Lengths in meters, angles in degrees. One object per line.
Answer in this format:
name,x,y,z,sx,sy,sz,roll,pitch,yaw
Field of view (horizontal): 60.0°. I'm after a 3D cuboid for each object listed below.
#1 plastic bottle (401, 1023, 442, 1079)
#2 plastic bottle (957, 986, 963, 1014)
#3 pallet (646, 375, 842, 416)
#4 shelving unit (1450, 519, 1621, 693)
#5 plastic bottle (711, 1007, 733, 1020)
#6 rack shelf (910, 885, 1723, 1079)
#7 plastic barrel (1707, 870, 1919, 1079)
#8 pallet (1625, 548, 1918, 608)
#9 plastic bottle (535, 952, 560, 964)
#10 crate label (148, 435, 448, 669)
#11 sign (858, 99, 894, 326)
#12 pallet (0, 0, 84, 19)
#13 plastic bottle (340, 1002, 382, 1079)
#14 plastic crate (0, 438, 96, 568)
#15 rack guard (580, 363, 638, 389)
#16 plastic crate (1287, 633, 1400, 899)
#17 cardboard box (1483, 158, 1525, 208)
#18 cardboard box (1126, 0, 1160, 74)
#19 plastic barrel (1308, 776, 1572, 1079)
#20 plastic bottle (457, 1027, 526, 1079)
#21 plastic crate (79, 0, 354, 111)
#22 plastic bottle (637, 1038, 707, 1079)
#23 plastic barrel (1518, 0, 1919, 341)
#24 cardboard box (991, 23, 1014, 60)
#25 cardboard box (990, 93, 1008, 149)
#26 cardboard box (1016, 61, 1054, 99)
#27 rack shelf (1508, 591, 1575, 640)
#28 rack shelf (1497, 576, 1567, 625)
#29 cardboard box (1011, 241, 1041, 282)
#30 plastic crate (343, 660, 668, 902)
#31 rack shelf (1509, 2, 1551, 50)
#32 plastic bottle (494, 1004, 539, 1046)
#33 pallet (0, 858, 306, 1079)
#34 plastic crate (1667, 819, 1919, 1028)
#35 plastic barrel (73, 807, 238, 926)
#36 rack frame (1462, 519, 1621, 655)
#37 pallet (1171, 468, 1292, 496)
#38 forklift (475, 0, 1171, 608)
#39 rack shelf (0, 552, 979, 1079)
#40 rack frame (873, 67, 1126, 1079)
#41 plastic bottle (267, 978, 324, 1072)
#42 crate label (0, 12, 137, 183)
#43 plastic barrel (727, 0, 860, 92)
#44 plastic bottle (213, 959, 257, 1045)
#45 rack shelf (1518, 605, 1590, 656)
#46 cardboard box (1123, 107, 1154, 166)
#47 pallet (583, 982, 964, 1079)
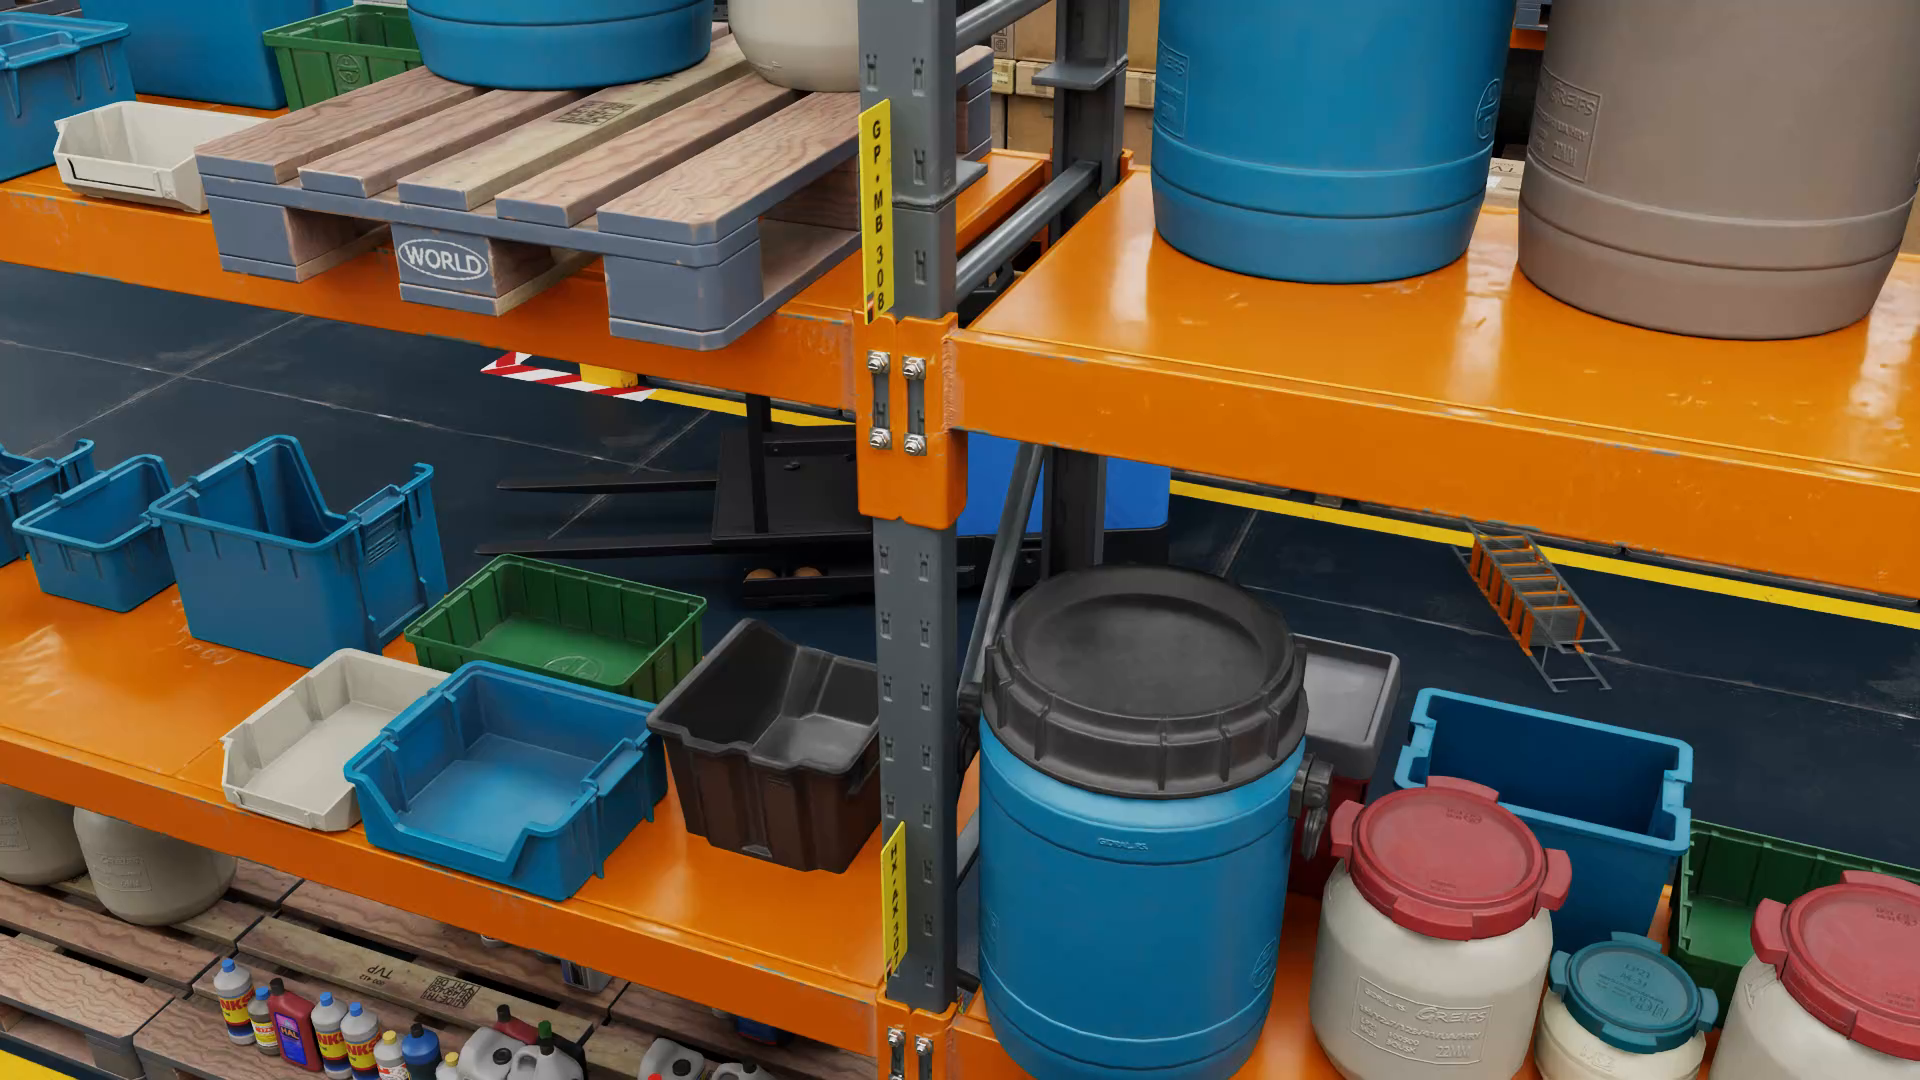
plastic bottle,-1.454,1.421,4.513,0.097,0.271,0.097,0,29,0
plastic bottle,-0.039,1.305,4.718,0.097,0.271,0.097,0,29,0
pallet,-1.025,-1.094,9.471,1.213,0.211,1.003,11,31,19
shelving unit,2.442,0.234,7.137,0.258,0.189,1.200,-2,29,-4
plastic bottle,-0.680,1.254,4.809,0.097,0.271,0.097,0,29,0
rack shelf,1.945,1.251,3.220,4.000,0.370,1.077,11,31,19
plastic barrel,1.575,0.921,2.934,0.433,0.535,0.433,0,29,0
pallet,3.789,-0.133,7.770,1.213,0.211,1.003,11,31,19
plastic bottle,-1.246,1.171,5.027,0.097,0.201,0.097,0,29,0
crate label,-1.808,0.029,4.613,0.616,0.435,0.502,11,31,19
sign,-0.126,-0.493,2.517,0.005,0.325,0.100,11,31,19
pallet,-2.885,-1.198,3.965,1.213,0.211,1.003,11,31,19
plastic bottle,-1.642,1.383,4.580,0.097,0.271,0.097,0,29,0
plastic crate,-3.039,-0.151,5.121,0.616,0.251,0.499,11,31,19
rack guard,-1.771,-1.346,9.624,0.348,0.500,1.175,11,31,19
plastic crate,0.655,0.490,3.770,0.583,0.464,0.402,11,31,19
cardboard box,2.430,-1.554,7.603,0.500,0.250,0.500,13,32,22
cardboard box,1.075,-2.471,7.652,0.500,0.500,0.700,11,31,19
plastic barrel,0.896,0.786,3.174,0.433,0.535,0.433,0,29,0
plastic bottle,-1.240,1.447,4.462,0.135,0.276,0.152,12,32,20
plastic crate,-1.735,-1.256,3.891,0.575,0.384,0.392,11,31,19
plastic bottle,-0.759,1.467,4.428,0.135,0.276,0.152,11,31,19
plastic barrel,1.250,-0.840,2.630,0.600,0.901,0.600,0,29,0
cardboard box,0.149,-2.656,7.981,0.500,0.500,0.700,11,31,19
cardboard box,0.114,-2.096,8.309,0.500,0.500,0.700,12,32,21
cardboard box,0.449,-2.204,7.841,0.250,0.149,0.380,12,32,21
rack shelf,2.456,0.314,6.994,0.258,0.180,0.103,-2,29,-4
rack shelf,2.446,0.255,7.099,0.258,0.180,0.103,-2,29,-4
cardboard box,0.522,-1.177,8.390,0.500,0.500,0.500,11,31,19
plastic crate,-1.036,0.552,3.877,0.616,0.251,0.499,11,31,19
rack shelf,5.670,-3.266,11.211,4.000,0.370,1.077,11,31,19
plastic bottle,-1.200,1.395,4.547,0.133,0.283,0.061,11,31,19
pallet,-2.776,1.187,5.435,1.213,0.211,1.003,11,31,19
plastic crate,1.811,0.853,3.407,0.662,0.188,0.450,11,31,19
plastic barrel,-2.512,0.908,5.197,0.421,0.512,0.421,0,29,0
rack frame,2.442,0.154,7.093,0.240,0.006,1.200,-2,29,-4
pallet,1.236,-0.642,8.672,1.213,0.211,1.003,11,31,19
forklift,-0.621,-1.251,6.984,3.031,2.935,1.130,-2,30,-4
rack shelf,-1.762,0.511,4.529,4.000,0.370,1.077,11,31,19
rack frame,0.092,0.568,3.697,0.127,3.000,1.000,11,31,19
plastic bottle,-1.849,1.346,4.633,0.133,0.283,0.061,12,32,20
crate label,-2.005,-0.916,3.426,0.408,0.251,0.502,11,31,19
plastic barrel,-0.234,-1.139,3.128,0.421,0.512,0.421,0,29,0
plastic bottle,-2.052,1.301,4.725,0.097,0.271,0.097,0,29,0
rack shelf,2.467,0.372,6.890,0.258,0.180,0.103,-2,29,-4
cardboard box,1.053,-1.907,7.975,0.500,0.500,0.700,11,31,19
pallet,-0.515,1.638,4.637,1.213,0.211,1.003,11,31,19
